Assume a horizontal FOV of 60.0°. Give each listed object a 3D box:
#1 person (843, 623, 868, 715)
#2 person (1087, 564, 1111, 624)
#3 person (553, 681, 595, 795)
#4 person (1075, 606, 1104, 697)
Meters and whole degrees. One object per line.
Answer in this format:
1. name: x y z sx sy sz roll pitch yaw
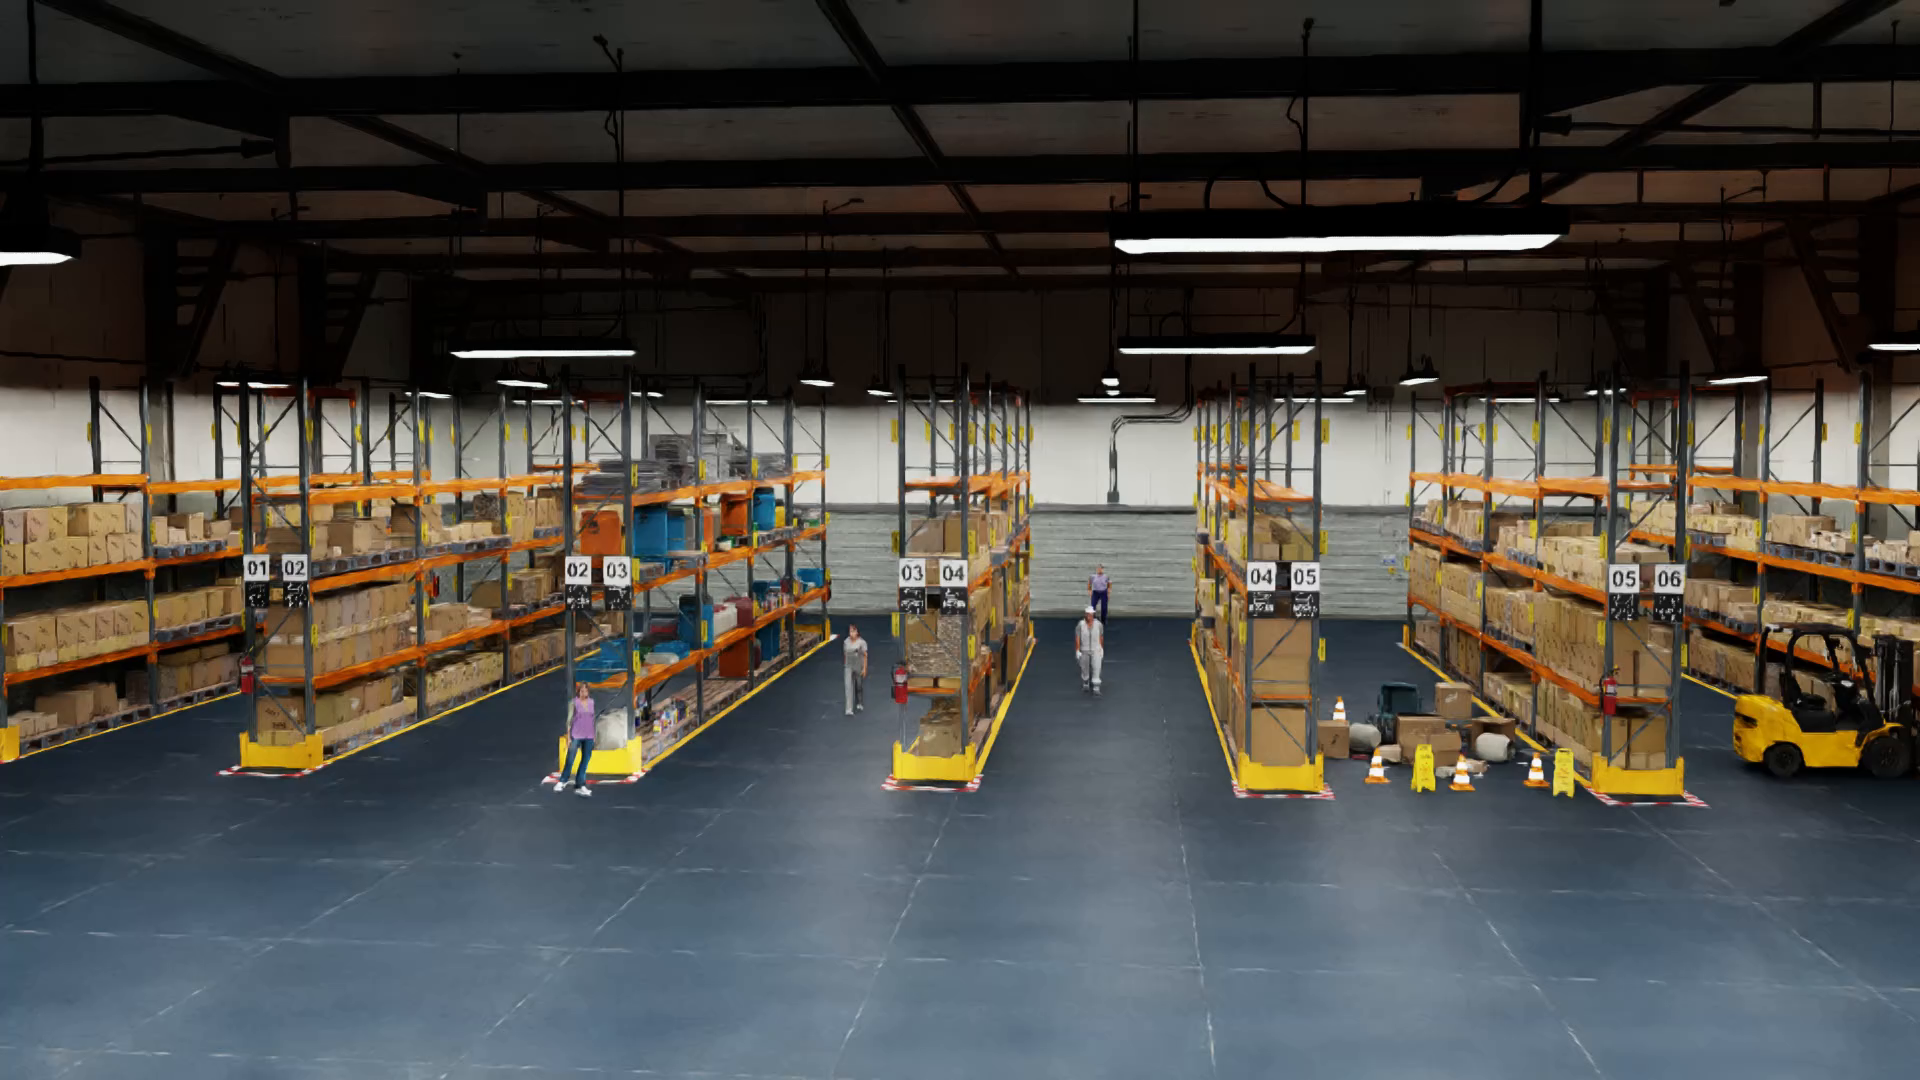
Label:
1. person: -1.868 2.285 29.714 0.453 1.612 1.019 0 4 5
2. person: 3.648 1.420 43.551 0.625 1.596 0.517 0 4 3
3. person: -5.316 2.730 22.966 0.569 1.586 0.462 -3 5 -37
4. person: 2.469 2.075 31.655 0.557 1.662 1.111 0 4 3
